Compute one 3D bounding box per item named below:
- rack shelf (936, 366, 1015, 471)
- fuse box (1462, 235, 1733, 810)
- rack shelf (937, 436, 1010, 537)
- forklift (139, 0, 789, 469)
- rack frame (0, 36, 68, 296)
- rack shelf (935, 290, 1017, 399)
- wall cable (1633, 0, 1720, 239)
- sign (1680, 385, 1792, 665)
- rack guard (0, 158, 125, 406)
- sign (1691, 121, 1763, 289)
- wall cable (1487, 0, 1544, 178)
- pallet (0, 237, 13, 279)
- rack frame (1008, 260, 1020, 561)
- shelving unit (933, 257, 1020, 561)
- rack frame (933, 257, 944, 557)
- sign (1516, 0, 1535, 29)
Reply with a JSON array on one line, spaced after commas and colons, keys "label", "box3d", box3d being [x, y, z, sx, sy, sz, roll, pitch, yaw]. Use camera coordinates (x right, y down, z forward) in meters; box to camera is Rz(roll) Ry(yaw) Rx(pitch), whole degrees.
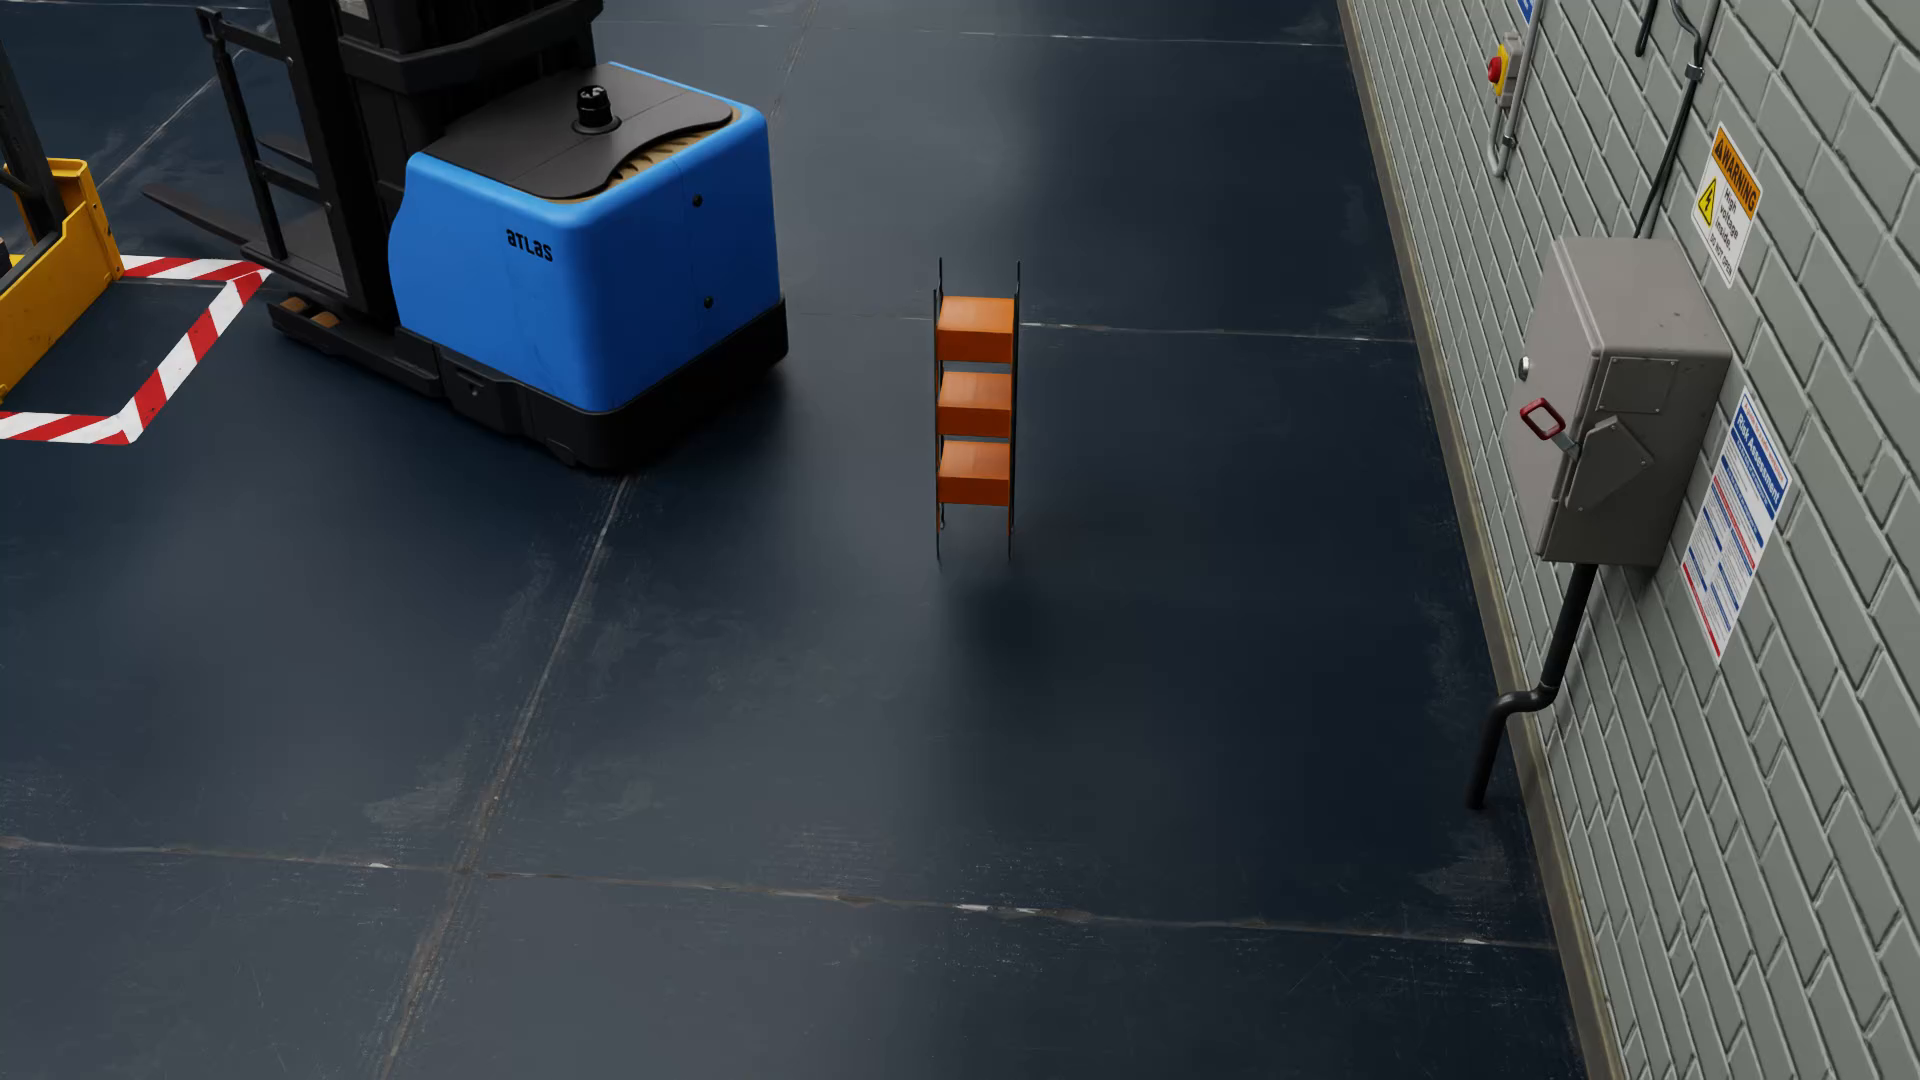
[{"label": "rack shelf", "box3d": [0.053, -0.396, 5.422, 0.240, 0.259, 0.215, 3, 39, 4]}, {"label": "fuse box", "box3d": [1.453, 0.112, 4.257, 0.414, 1.711, 0.539, 3, 39, 4]}, {"label": "rack shelf", "box3d": [0.053, -0.180, 5.597, 0.240, 0.259, 0.215, 3, 39, 4]}, {"label": "forklift", "box3d": [-2.173, -2.128, 6.043, 3.031, 2.935, 1.130, 24, 45, 27]}, {"label": "rack frame", "box3d": [-3.840, -1.993, 5.823, 0.127, 3.000, 1.000, 3, 39, 4]}, {"label": "rack shelf", "box3d": [0.053, -0.616, 5.243, 0.240, 0.259, 0.215, 3, 39, 4]}, {"label": "wall cable", "box3d": [1.669, -1.202, 4.046, 0.122, 1.984, 0.588, 3, 39, 4]}, {"label": "sign", "box3d": [1.617, -0.029, 3.485, 0.001, 0.494, 0.329, 3, 39, 4]}, {"label": "rack guard", "box3d": [-3.816, -1.023, 6.610, 0.348, 0.500, 1.175, 3, 39, 4]}, {"label": "sign", "box3d": [1.664, -0.731, 3.618, 0.001, 0.242, 0.339, 3, 39, 4]}, {"label": "wall cable", "box3d": [1.780, -2.107, 5.133, 0.123, 1.953, 0.585, 3, 39, 4]}, {"label": "pallet", "box3d": [-4.643, -0.906, 6.696, 1.213, 0.211, 1.003, 3, 39, 4]}, {"label": "rack frame", "box3d": [0.175, -0.398, 5.407, 0.008, 1.050, 0.200, 3, 39, 4]}, {"label": "shelving unit", "box3d": [0.053, -0.404, 5.415, 0.252, 1.050, 0.215, 3, 39, 4]}, {"label": "rack frame", "box3d": [-0.068, -0.411, 5.423, 0.008, 1.050, 0.200, 3, 39, 4]}, {"label": "sign", "box3d": [1.845, -1.833, 5.411, 0.001, 0.218, 0.327, 3, 39, 4]}]
